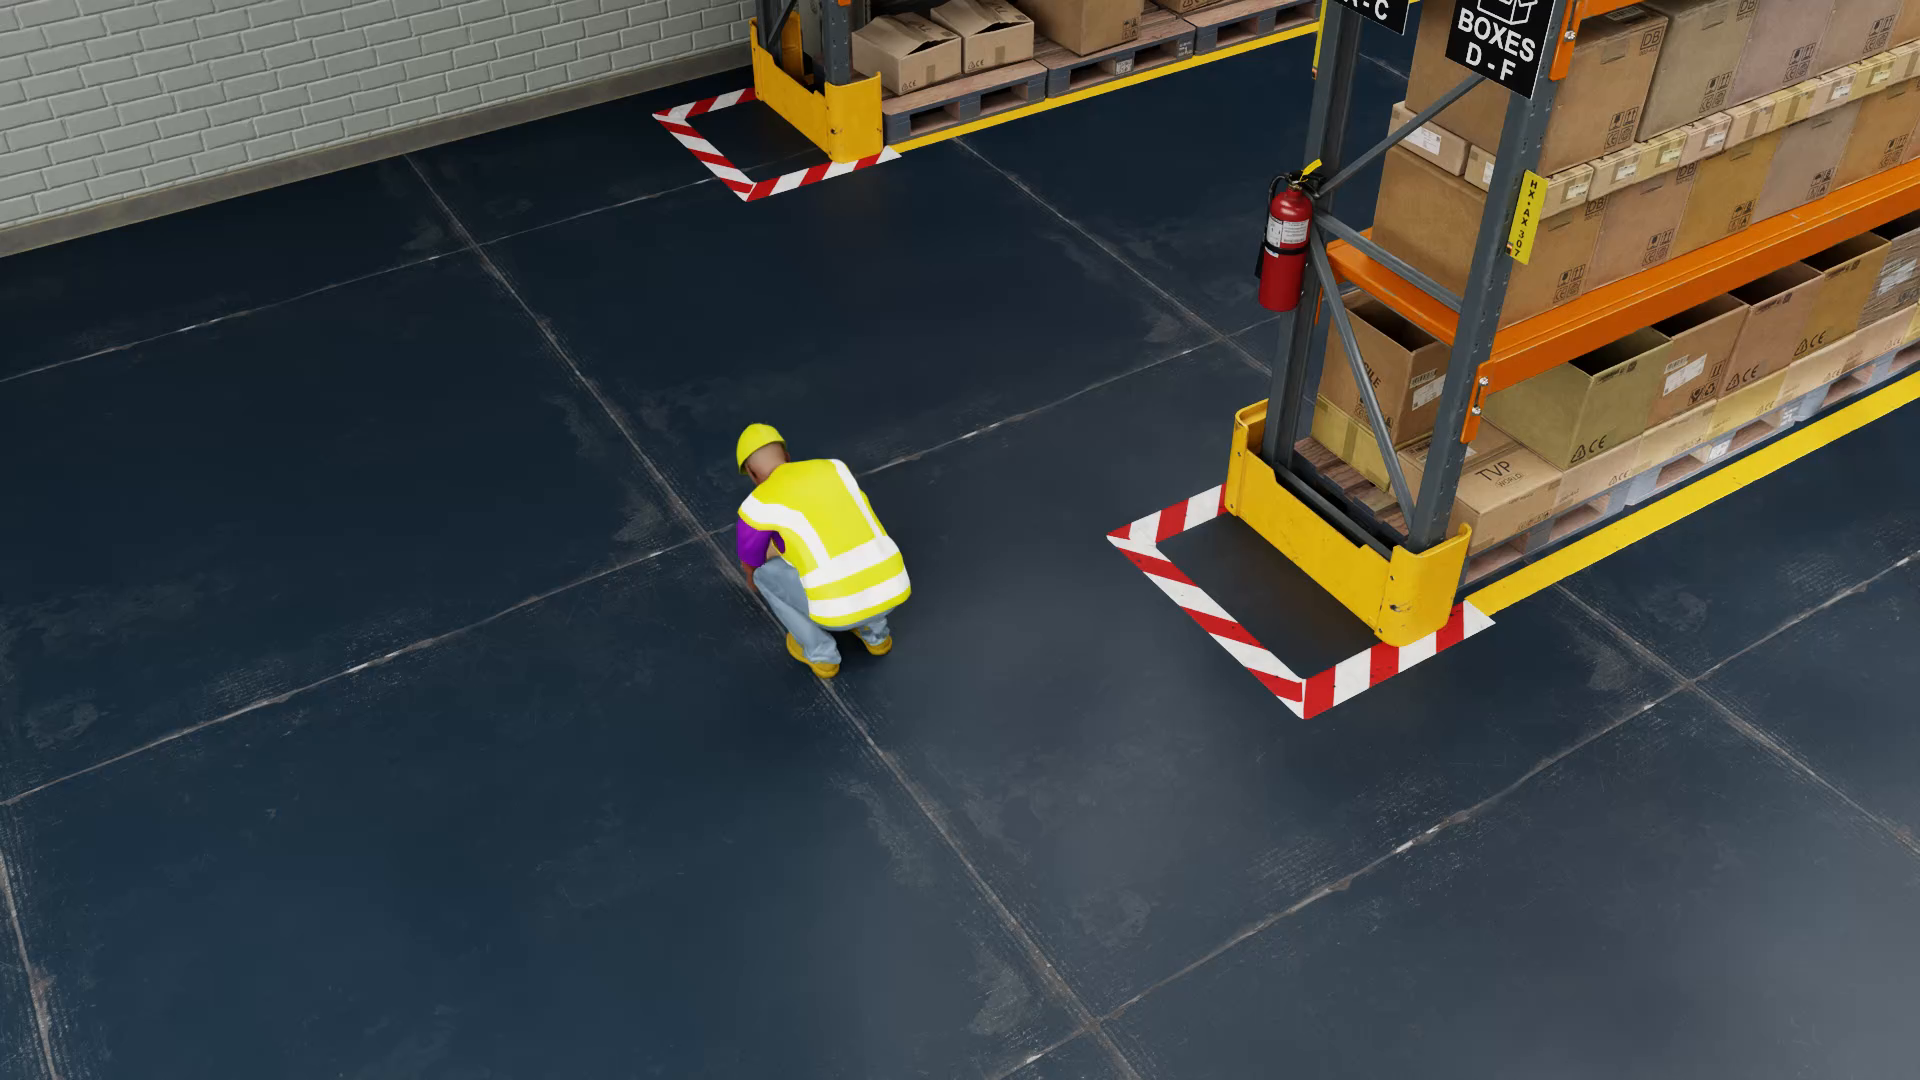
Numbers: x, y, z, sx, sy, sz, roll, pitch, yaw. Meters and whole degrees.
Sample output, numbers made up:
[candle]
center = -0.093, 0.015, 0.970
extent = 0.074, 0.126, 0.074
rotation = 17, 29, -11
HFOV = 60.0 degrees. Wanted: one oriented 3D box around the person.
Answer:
[person]
center = -0.606, 0.057, 6.800
extent = 0.557, 0.892, 0.892
rotation = -22, 45, -24
